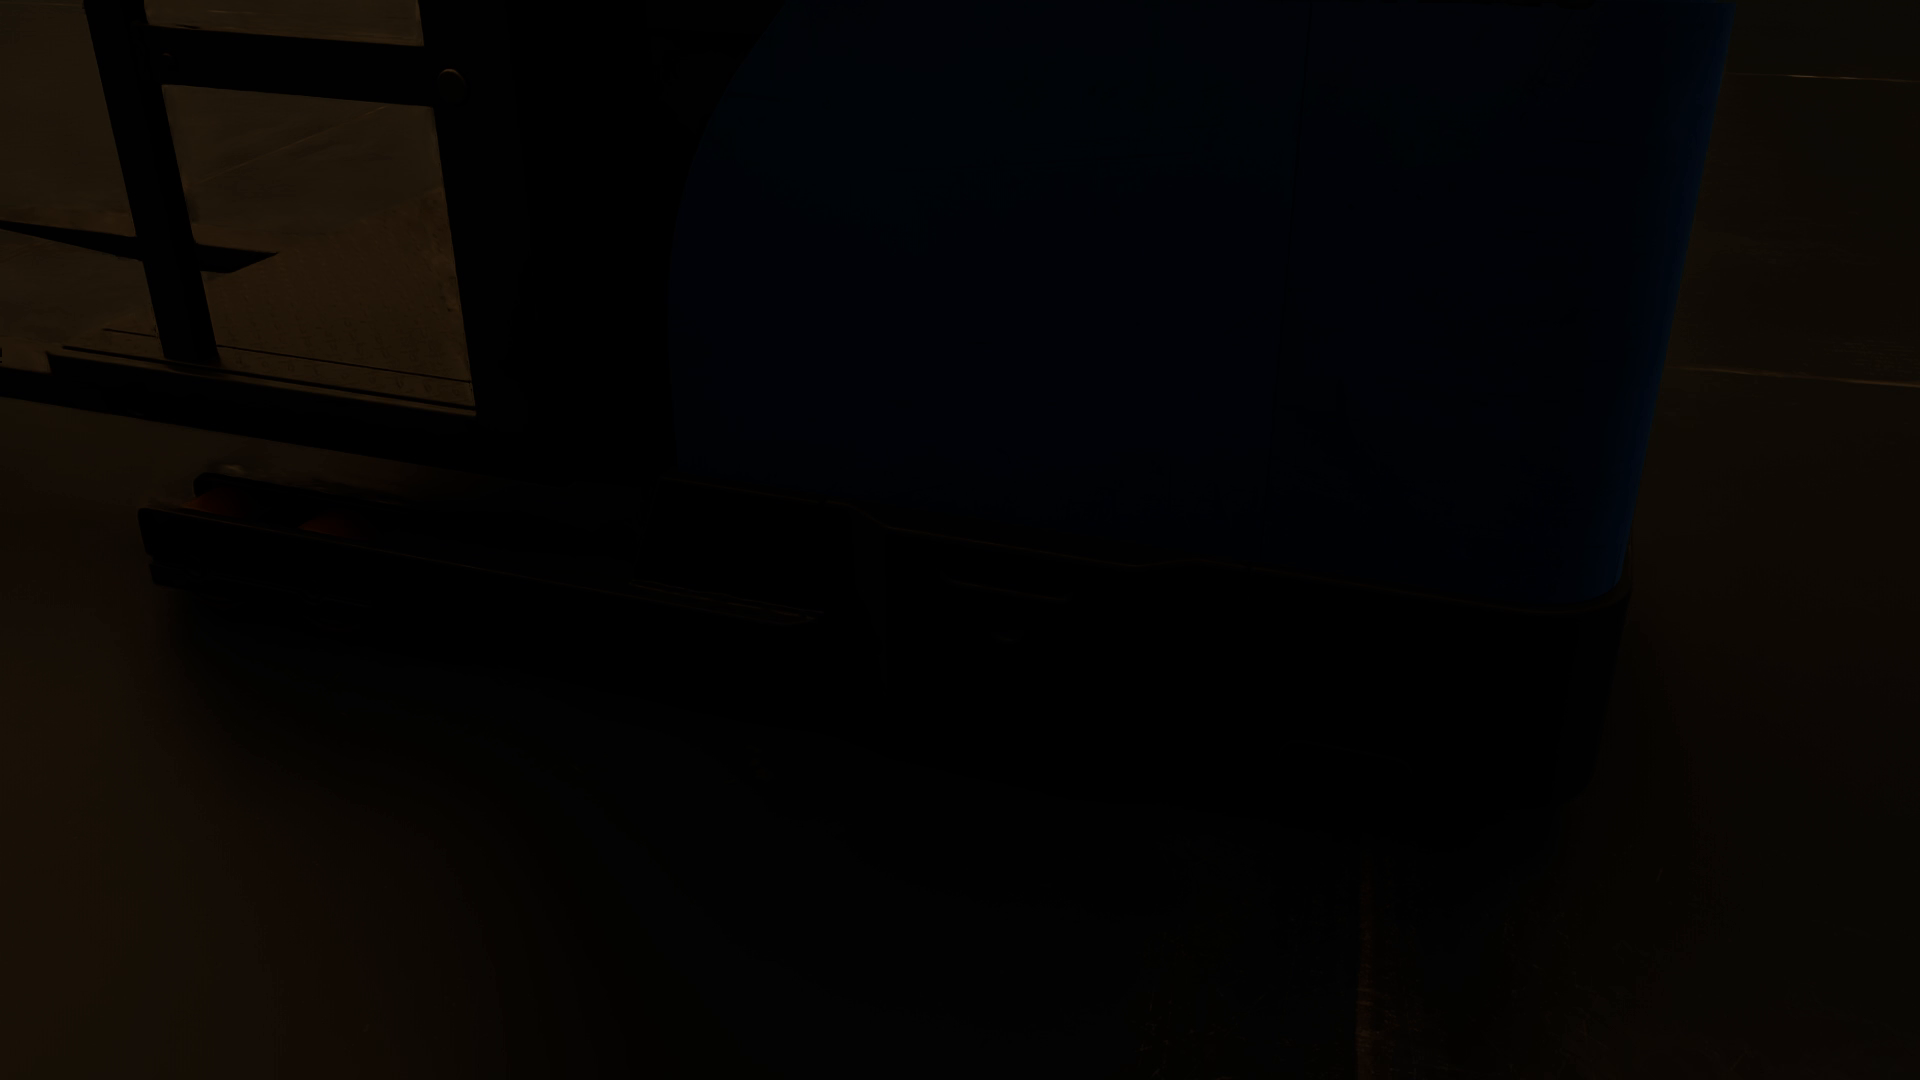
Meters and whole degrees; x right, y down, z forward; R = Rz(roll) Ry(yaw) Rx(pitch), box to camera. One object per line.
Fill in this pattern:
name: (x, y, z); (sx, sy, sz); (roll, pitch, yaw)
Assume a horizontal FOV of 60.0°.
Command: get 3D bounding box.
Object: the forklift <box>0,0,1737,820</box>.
forklift: (-0.588, -1.396, 2.012); (3.031, 2.935, 1.130); (9, 28, 17)
